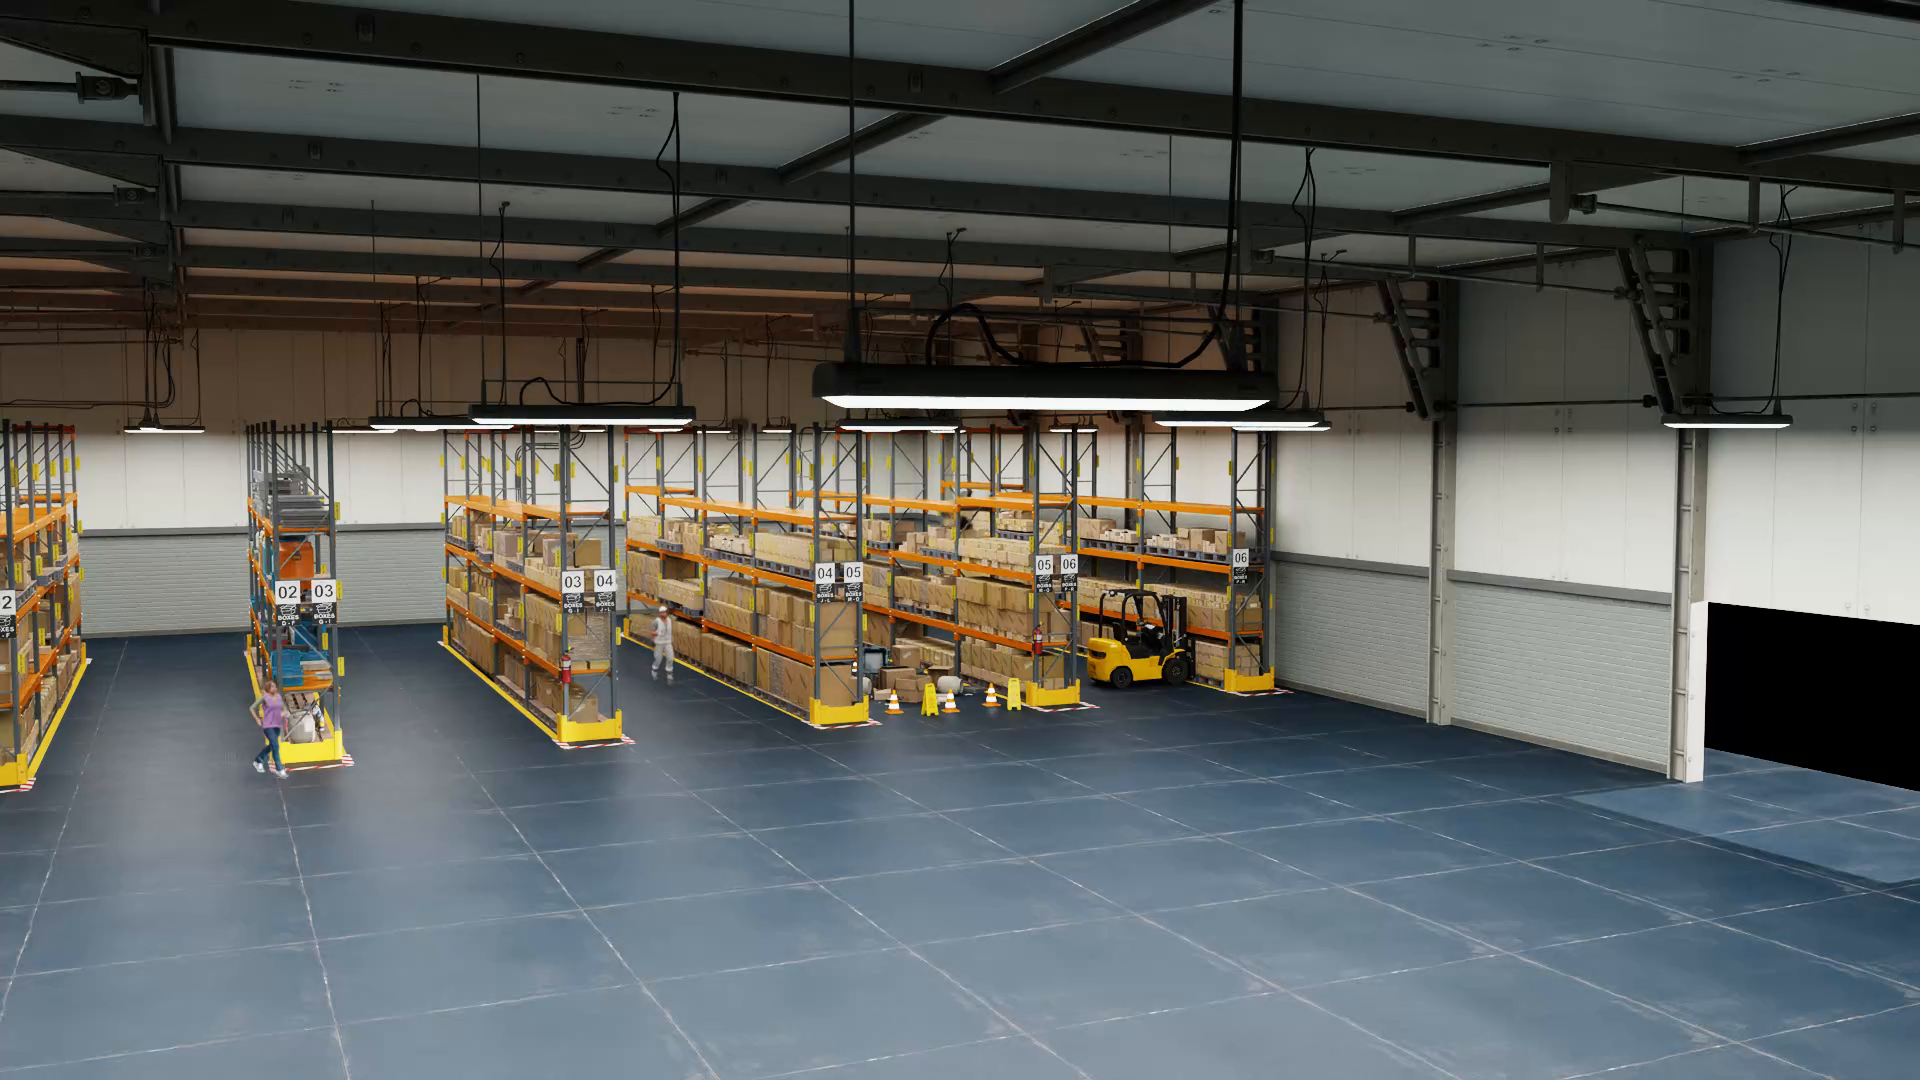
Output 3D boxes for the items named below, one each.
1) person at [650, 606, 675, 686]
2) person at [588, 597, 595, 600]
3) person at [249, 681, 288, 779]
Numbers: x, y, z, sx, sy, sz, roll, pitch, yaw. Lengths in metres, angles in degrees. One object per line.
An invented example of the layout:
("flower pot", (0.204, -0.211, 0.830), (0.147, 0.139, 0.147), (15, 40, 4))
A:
("person", (-6.883, 2.426, 38.401), (0.613, 1.823, 0.894), (-2, 4, -33))
("person", (-10.313, 2.004, 46.124), (0.755, 1.696, 0.542), (-1, 4, -17))
("person", (-11.577, 3.170, 27.991), (0.815, 1.608, 0.582), (1, 4, 22))
